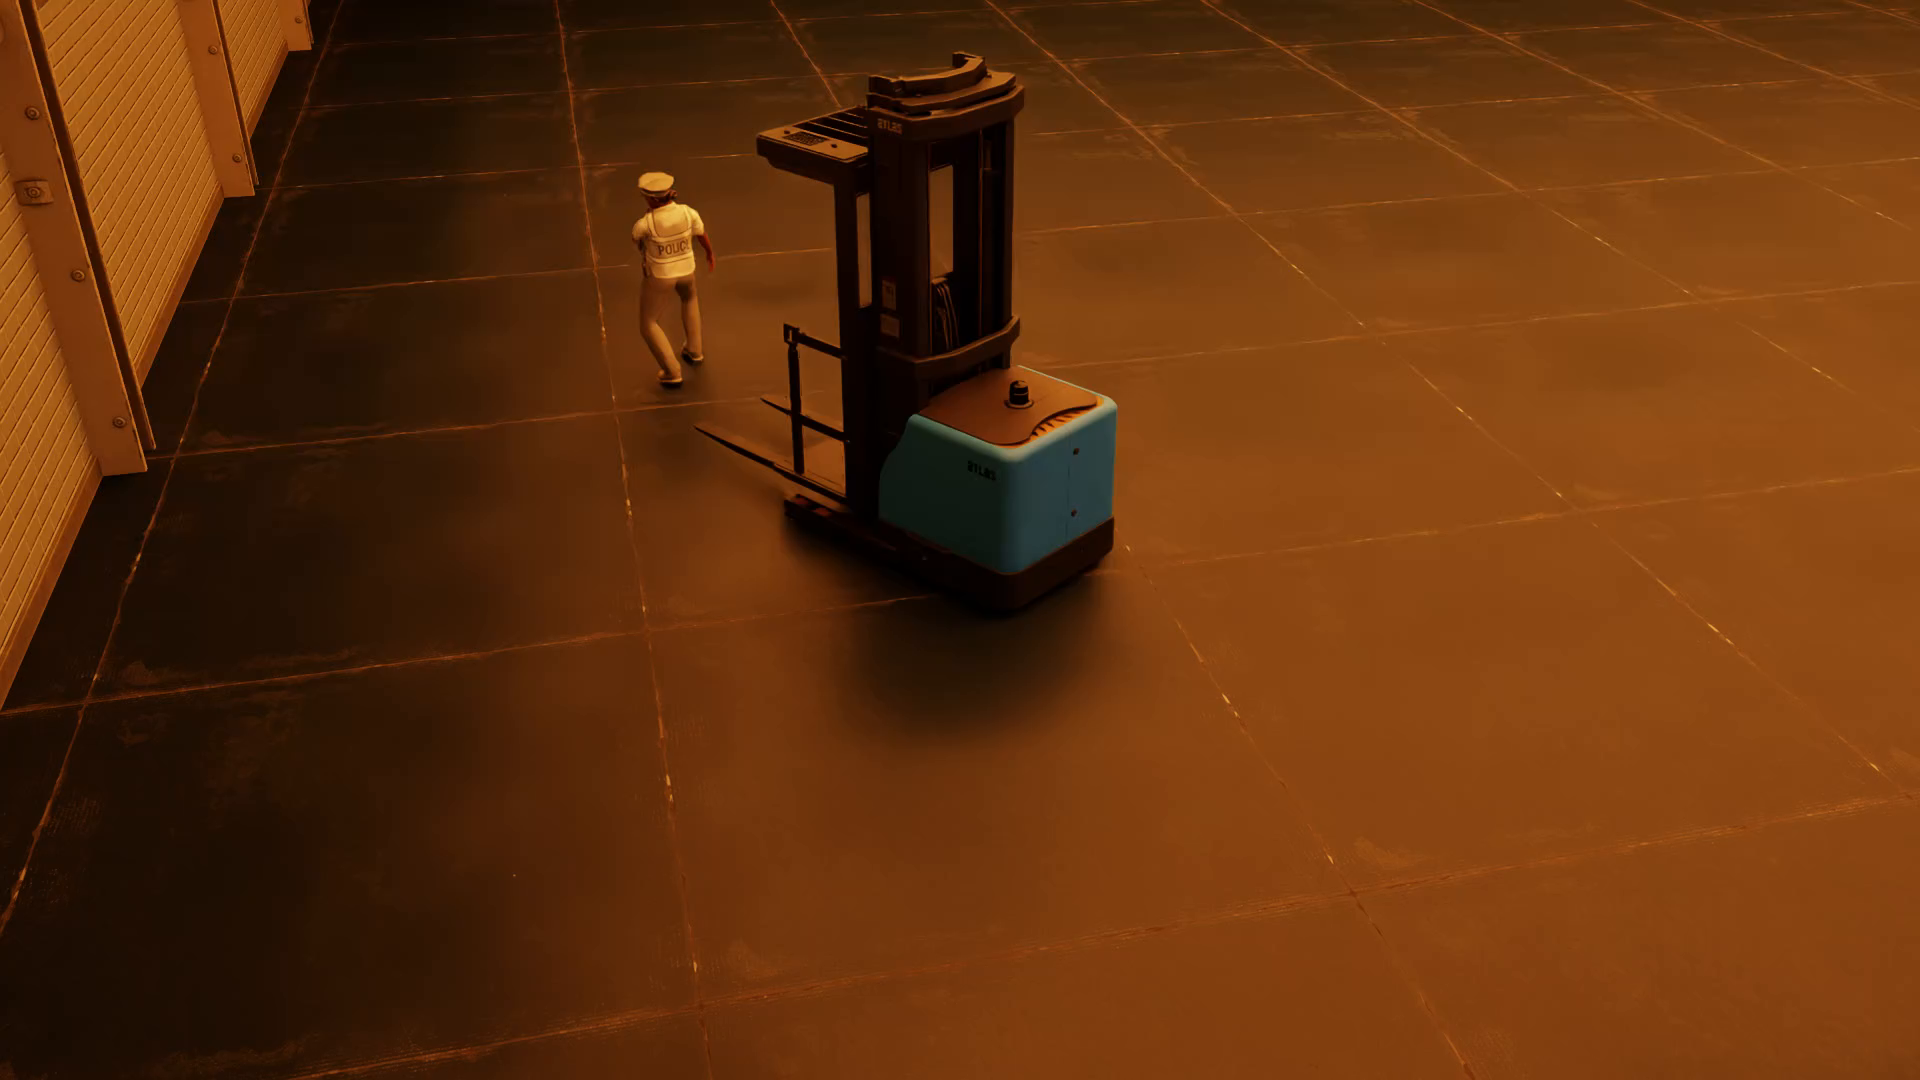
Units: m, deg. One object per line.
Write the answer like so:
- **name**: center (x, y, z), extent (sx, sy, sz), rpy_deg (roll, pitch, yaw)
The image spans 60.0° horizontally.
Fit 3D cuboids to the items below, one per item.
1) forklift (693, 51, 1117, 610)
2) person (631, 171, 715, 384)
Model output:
- **forklift**: center (-0.488, -1.482, 10.134), extent (3.031, 2.935, 1.130), rpy_deg (24, 38, 35)
- **person**: center (-2.153, -2.038, 12.479), extent (0.713, 1.561, 0.777), rpy_deg (-24, 38, -35)
